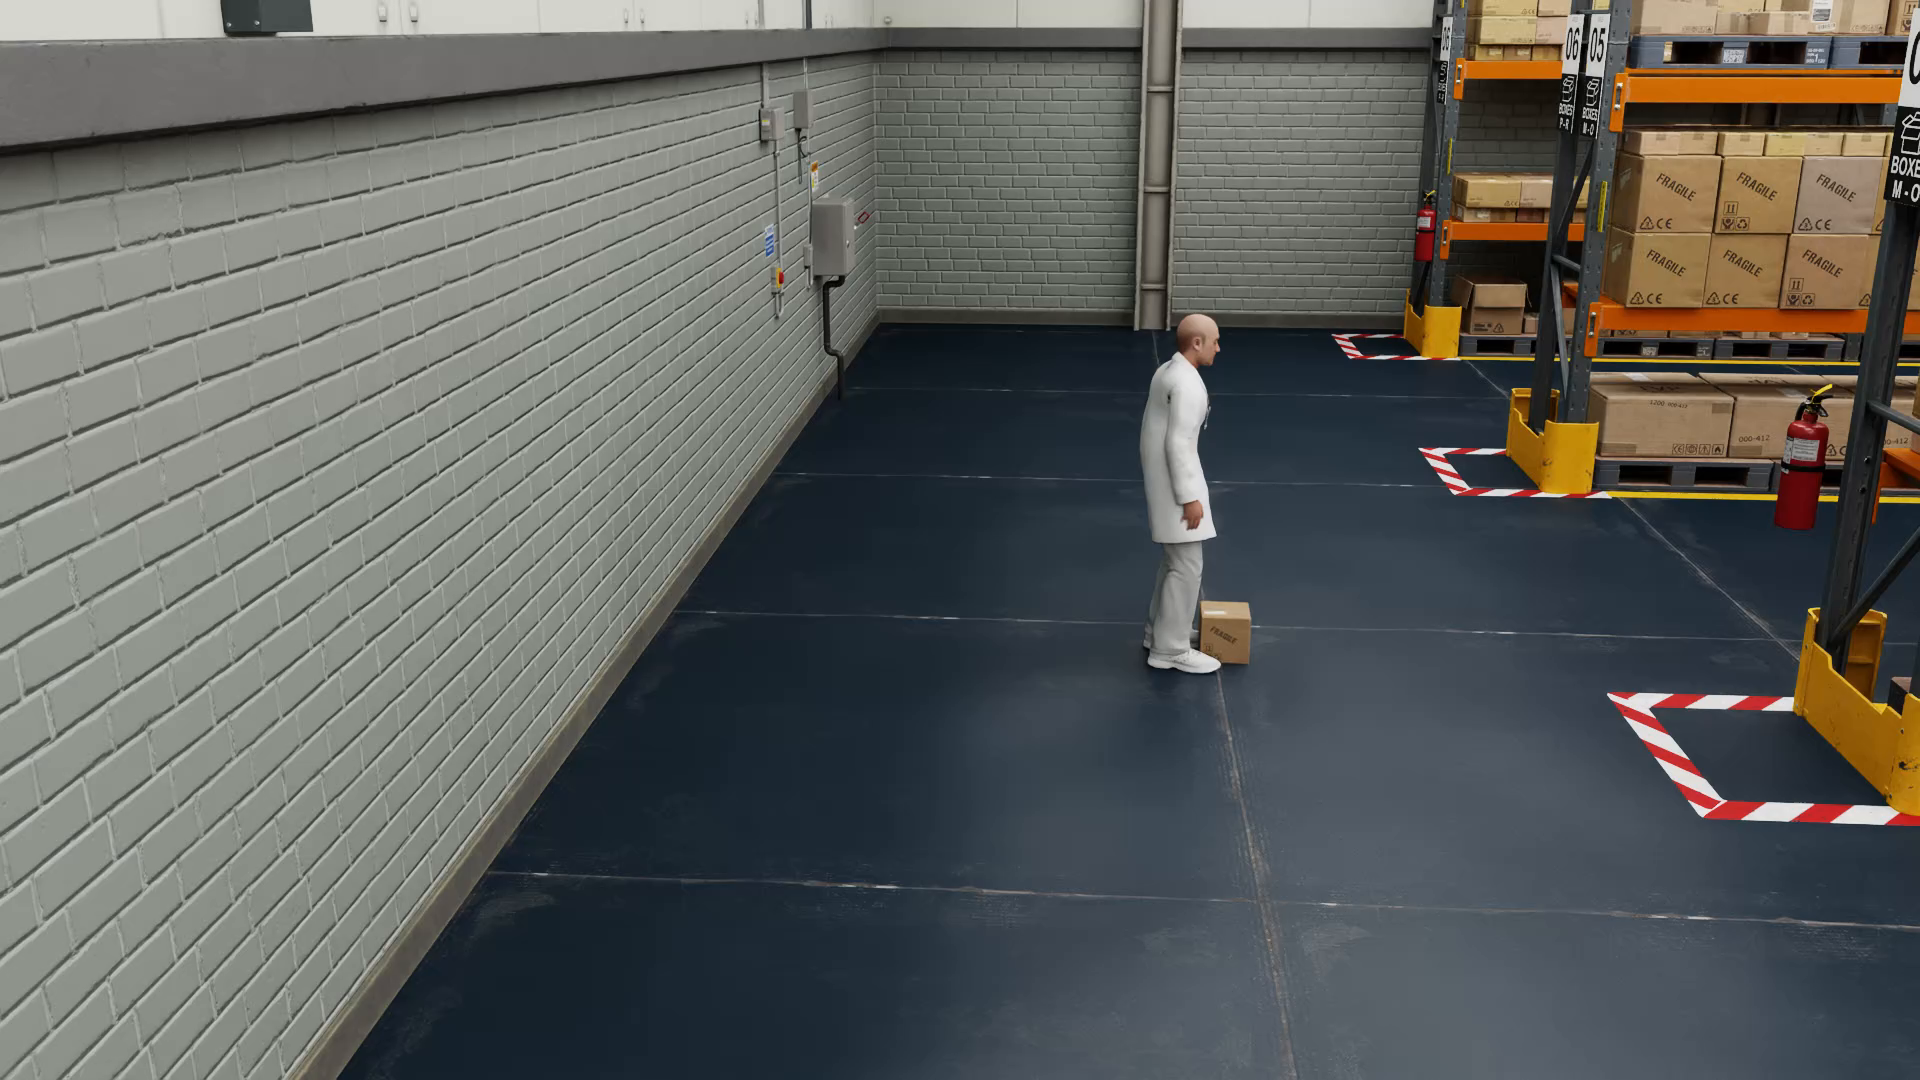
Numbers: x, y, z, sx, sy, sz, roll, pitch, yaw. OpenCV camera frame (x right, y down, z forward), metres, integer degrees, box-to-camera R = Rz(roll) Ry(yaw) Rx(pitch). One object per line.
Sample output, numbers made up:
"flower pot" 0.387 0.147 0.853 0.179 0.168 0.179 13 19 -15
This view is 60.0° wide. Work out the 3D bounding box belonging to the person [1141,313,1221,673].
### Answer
"person" 1.122 -0.257 8.402 0.422 1.774 0.653 0 17 1
